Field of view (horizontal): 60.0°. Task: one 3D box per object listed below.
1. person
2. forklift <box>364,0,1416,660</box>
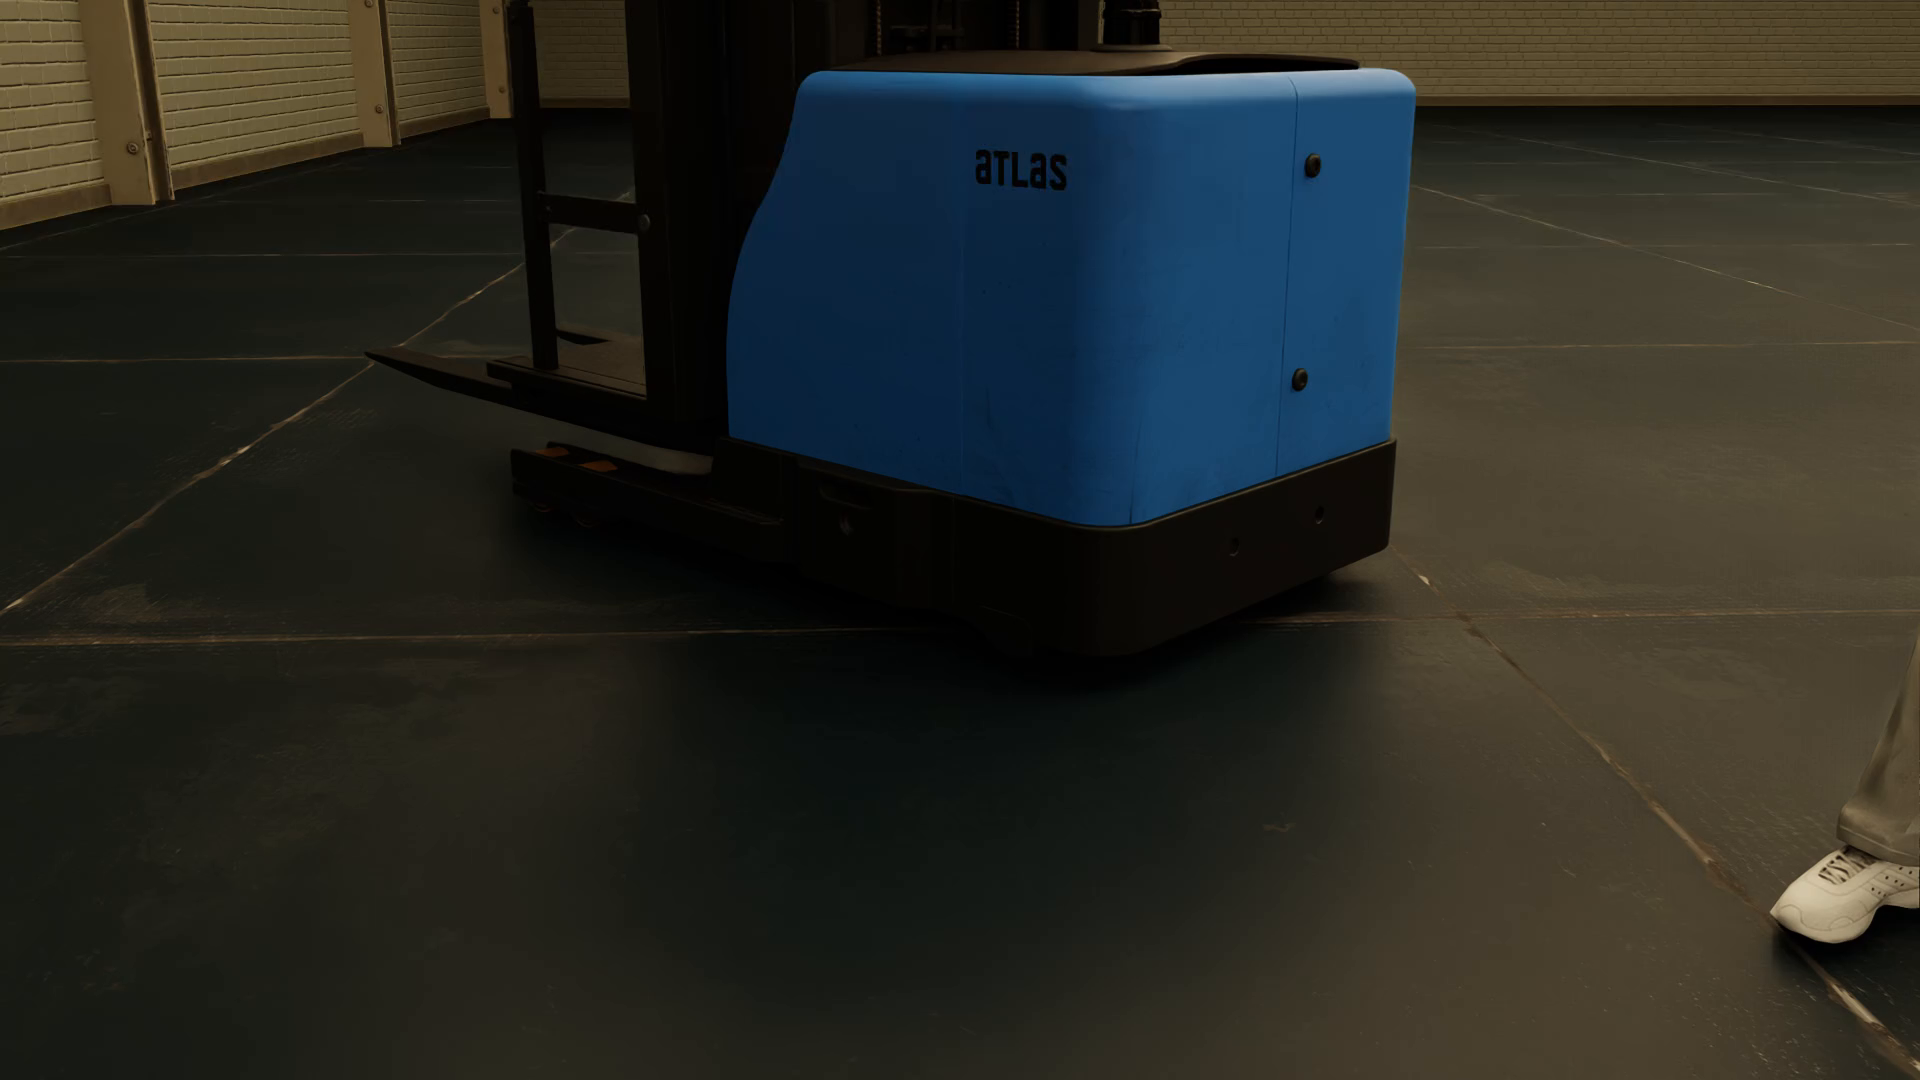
[{"bbox_3d":[1.428,-0.265,1.919,0.550,1.665,0.543,-14,22,-38],"label":"person"},{"bbox_3d":[-0.474,-1.526,3.895,3.031,2.935,1.130,16,23,41],"label":"forklift"}]
